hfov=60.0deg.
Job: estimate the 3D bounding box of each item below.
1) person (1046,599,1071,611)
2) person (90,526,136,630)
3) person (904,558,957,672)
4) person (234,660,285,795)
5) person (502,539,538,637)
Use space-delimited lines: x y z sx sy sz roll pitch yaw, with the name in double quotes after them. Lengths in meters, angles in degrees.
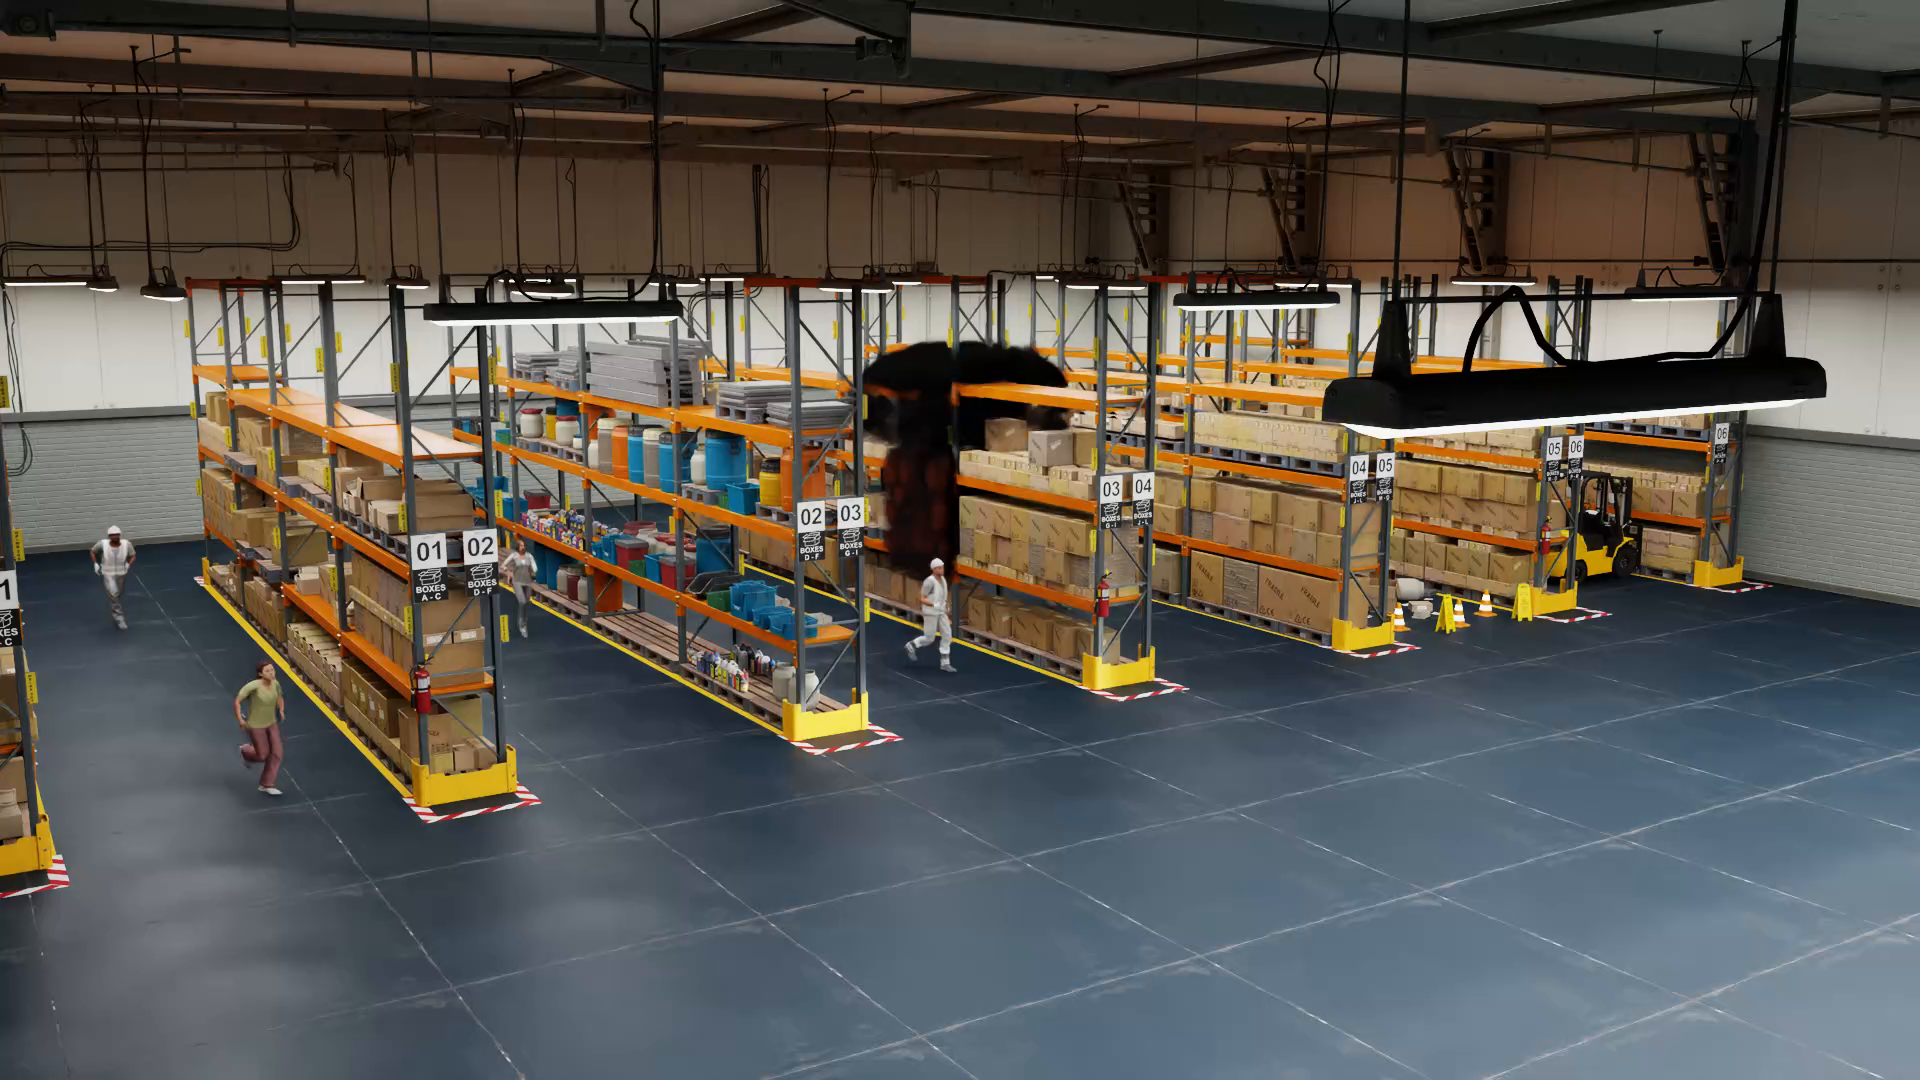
1.874 0.409 30.259 0.807 1.763 0.682 9 13 44 "person"
-14.765 0.614 29.052 0.685 1.791 0.966 -8 12 -39 "person"
-0.445 1.145 25.863 0.940 1.770 0.640 7 12 36 "person"
-8.432 2.232 20.013 0.681 1.628 0.608 6 11 33 "person"
-7.489 0.800 28.429 0.509 1.648 0.728 -7 12 -36 "person"
